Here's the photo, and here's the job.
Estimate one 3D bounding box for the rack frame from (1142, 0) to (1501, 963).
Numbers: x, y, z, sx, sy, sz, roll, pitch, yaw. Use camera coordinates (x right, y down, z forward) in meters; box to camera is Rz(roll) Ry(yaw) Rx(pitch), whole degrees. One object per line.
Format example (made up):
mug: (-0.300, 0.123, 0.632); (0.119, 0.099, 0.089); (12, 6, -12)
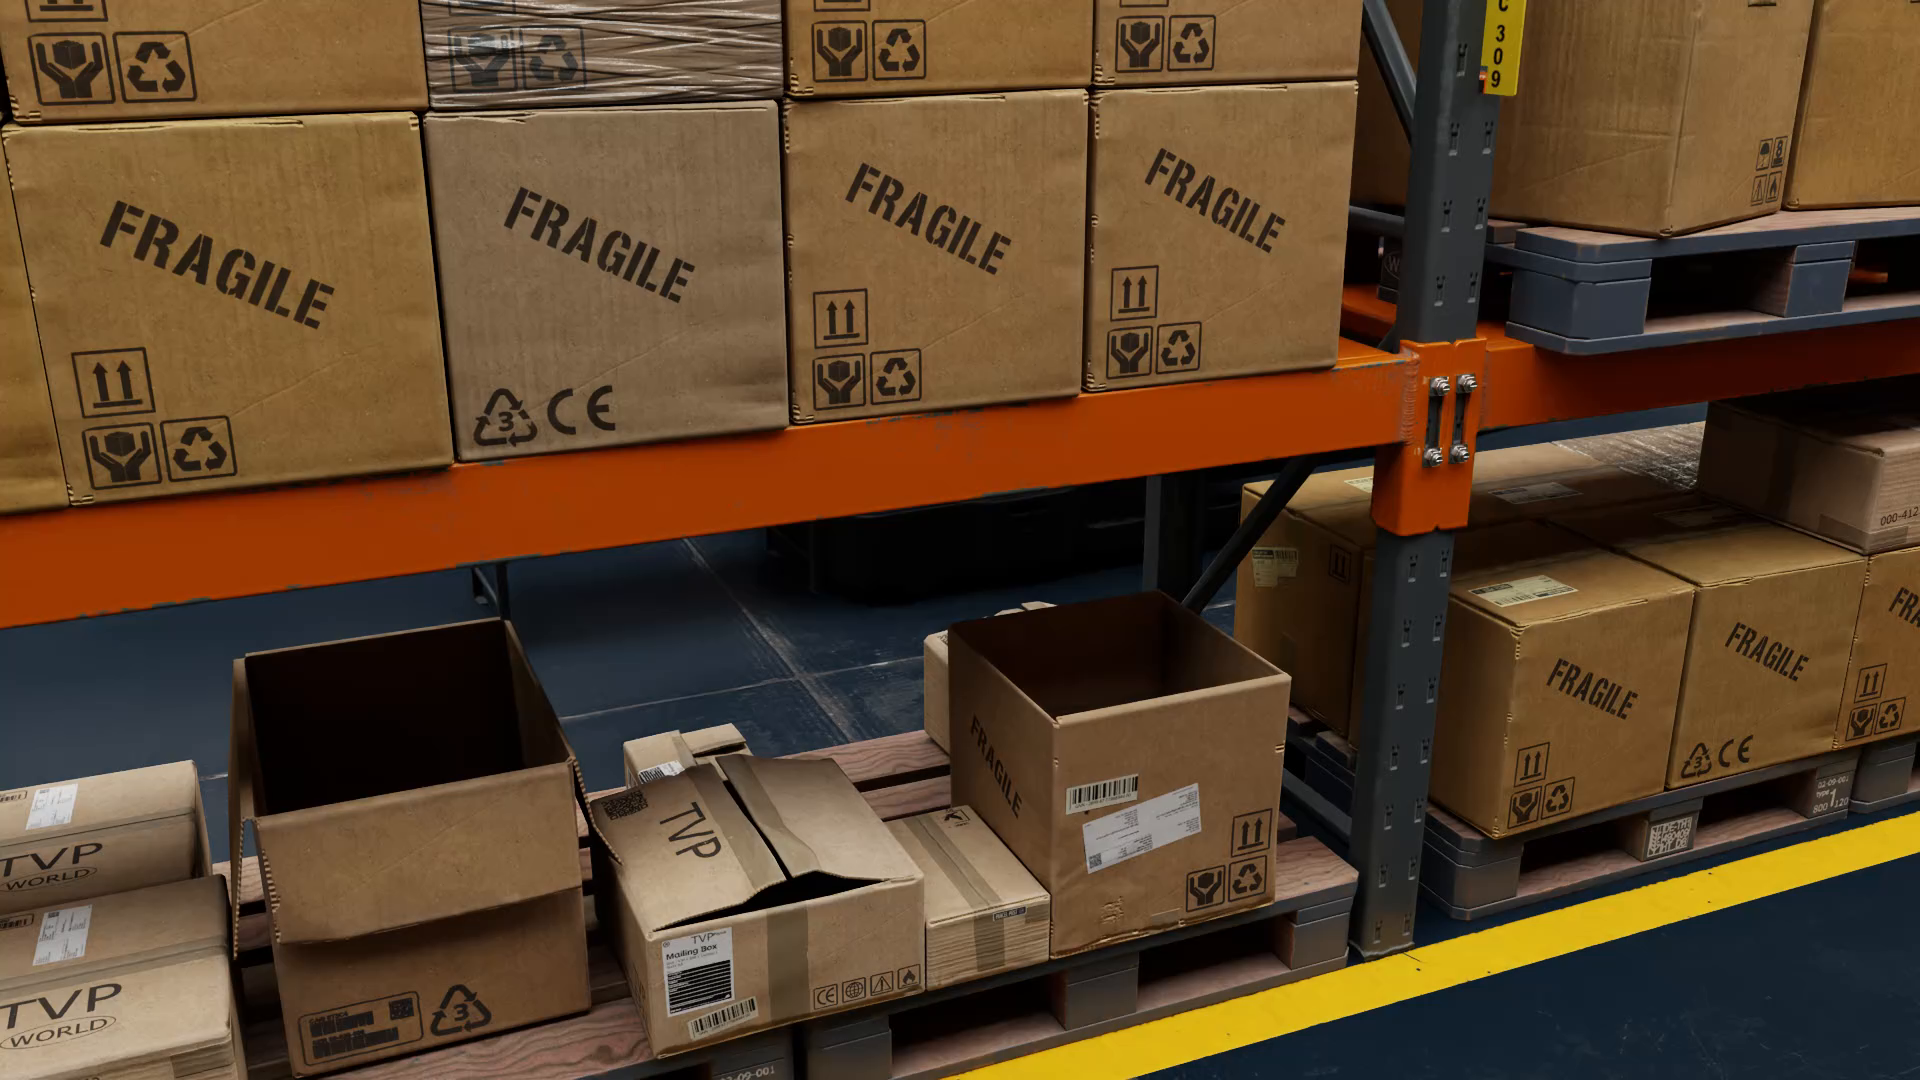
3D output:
rack frame: (0.711, -0.686, 3.455); (0.127, 3.000, 1.000); (-8, 21, -22)

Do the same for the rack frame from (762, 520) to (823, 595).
rack frame: (-0.578, -0.601, 5.471); (0.032, 1.500, 0.500); (-9, 21, -25)

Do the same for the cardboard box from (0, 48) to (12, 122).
cardboard box: (-1.512, -0.792, 2.100); (0.500, 0.500, 0.500); (-8, 21, -21)

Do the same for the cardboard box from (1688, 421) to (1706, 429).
cardboard box: (2.435, -0.063, 4.786); (0.500, 0.500, 0.500); (-9, 21, -24)

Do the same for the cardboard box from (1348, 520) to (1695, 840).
cardboard box: (1.252, 0.296, 3.767); (0.500, 0.500, 0.500); (-9, 21, -24)

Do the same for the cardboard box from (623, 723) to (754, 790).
cardboard box: (-0.550, 0.549, 3.551); (0.250, 0.166, 0.380); (-8, 21, -22)

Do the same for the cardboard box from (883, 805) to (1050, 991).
cardboard box: (-0.020, 0.680, 3.205); (0.250, 0.149, 0.380); (-8, 21, -22)

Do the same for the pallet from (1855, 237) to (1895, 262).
pallet: (2.600, -0.865, 4.251); (1.213, 0.211, 1.003); (-8, 21, -22)

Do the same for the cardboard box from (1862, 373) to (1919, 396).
cardboard box: (2.630, -0.256, 4.204); (0.500, 0.250, 0.500); (-9, 21, -23)

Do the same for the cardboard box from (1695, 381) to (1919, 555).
cardboard box: (2.170, -0.189, 4.016); (0.500, 0.250, 0.500); (-8, 21, -22)

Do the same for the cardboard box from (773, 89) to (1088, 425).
cardboard box: (-0.119, -0.521, 2.835); (0.500, 0.500, 0.500); (-8, 21, -20)

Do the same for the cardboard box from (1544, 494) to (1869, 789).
cardboard box: (1.737, 0.222, 3.975); (0.500, 0.500, 0.500); (-8, 21, -21)

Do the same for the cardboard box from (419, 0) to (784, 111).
cardboard box: (-0.583, -0.925, 2.477); (0.500, 0.500, 0.500); (-8, 21, -21)

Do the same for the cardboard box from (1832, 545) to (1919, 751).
cardboard box: (2.199, 0.159, 4.156); (0.500, 0.500, 0.500); (-8, 21, -21)

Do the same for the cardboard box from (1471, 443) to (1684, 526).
cardboard box: (1.508, 0.070, 4.407); (0.500, 0.500, 0.500); (-8, 21, -22)

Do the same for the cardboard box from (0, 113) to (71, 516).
cardboard box: (-1.516, -0.320, 2.264); (0.500, 0.500, 0.500); (-8, 21, -22)

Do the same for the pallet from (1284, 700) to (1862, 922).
pallet: (1.443, 0.510, 4.255); (1.213, 0.211, 1.003); (-8, 21, -22)

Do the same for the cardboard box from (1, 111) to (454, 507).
cardboard box: (-1.057, -0.385, 2.449); (0.500, 0.500, 0.500); (-8, 21, -21)

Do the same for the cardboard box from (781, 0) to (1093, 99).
cardboard box: (-0.120, -0.991, 2.665); (0.500, 0.500, 0.500); (-9, 21, -23)

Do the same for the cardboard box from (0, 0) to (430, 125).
cardboard box: (-1.045, -0.859, 2.290); (0.500, 0.500, 0.500); (-8, 21, -22)

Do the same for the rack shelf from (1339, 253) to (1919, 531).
rack shelf: (2.547, -0.610, 4.322); (4.000, 0.370, 1.077); (-8, 21, -22)

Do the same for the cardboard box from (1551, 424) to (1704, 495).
cardboard box: (1.969, 0.005, 4.594); (0.500, 0.500, 0.500); (-8, 21, -21)

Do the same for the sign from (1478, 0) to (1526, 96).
sign: (0.933, -0.930, 2.844); (0.005, 0.325, 0.100); (-8, 21, -22)

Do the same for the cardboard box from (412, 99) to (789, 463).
cardboard box: (-0.590, -0.453, 2.641); (0.500, 0.500, 0.500); (-8, 21, -21)

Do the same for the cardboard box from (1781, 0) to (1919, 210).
cardboard box: (1.841, -1.035, 3.664); (0.500, 0.500, 0.700); (-5, 20, -13)

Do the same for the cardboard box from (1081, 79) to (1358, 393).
cardboard box: (0.354, -0.589, 3.029); (0.500, 0.500, 0.500); (-8, 21, -21)

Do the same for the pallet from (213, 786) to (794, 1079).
pallet: (-1.042, 0.881, 3.203); (1.213, 0.211, 1.003); (-8, 21, -22)

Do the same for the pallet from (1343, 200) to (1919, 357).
pallet: (1.488, -0.668, 3.691); (1.213, 0.211, 1.003); (-8, 21, -22)

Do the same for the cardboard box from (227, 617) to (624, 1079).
cardboard box: (-1.012, 0.532, 3.090); (0.637, 0.503, 0.797); (-8, 21, -22)

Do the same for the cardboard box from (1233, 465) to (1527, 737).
cardboard box: (1.051, 0.133, 4.229); (0.500, 0.500, 0.500); (-8, 21, -22)

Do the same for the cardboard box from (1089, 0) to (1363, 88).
cardboard box: (0.349, -1.060, 2.859); (0.500, 0.500, 0.500); (-8, 21, -22)

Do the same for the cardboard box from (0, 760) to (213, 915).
cardboard box: (-1.676, 0.667, 3.089); (0.500, 0.250, 0.500); (-8, 21, -22)

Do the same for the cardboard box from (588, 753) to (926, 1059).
cardboard box: (-0.388, 0.635, 3.090); (0.500, 0.311, 0.500); (-8, 21, -22)

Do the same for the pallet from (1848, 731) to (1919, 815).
pallet: (2.565, 0.349, 4.714); (1.213, 0.211, 1.003); (-8, 21, -22)

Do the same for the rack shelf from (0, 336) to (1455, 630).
rack shelf: (-1.125, -0.084, 2.827); (4.000, 0.370, 1.077); (-8, 21, -22)

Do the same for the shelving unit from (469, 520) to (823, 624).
shelving unit: (-1.034, -0.526, 5.258); (1.048, 1.500, 0.538); (-9, 21, -25)

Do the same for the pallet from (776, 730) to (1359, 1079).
pallet: (0.080, 0.719, 3.662); (1.213, 0.211, 1.003); (-8, 21, -22)

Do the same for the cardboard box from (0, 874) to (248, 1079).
cardboard box: (-1.432, 0.813, 2.675); (0.500, 0.250, 0.500); (-8, 21, -22)

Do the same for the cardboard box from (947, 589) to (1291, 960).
cardboard box: (0.300, 0.447, 3.338); (0.500, 0.500, 0.500); (-8, 21, -22)

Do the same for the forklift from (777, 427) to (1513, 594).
forklift: (0.772, -1.527, 5.946); (3.031, 2.935, 1.130); (-9, 21, -25)

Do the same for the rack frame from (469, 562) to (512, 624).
rack frame: (-1.489, -0.452, 5.046); (0.032, 1.500, 0.500); (-9, 21, -25)

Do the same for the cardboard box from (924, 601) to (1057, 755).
cardboard box: (0.240, 0.364, 3.859); (0.500, 0.311, 0.500); (-8, 21, -22)

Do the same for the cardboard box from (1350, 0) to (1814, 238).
cardboard box: (1.235, -0.926, 3.352); (0.500, 0.500, 0.700); (-17, 26, -40)
